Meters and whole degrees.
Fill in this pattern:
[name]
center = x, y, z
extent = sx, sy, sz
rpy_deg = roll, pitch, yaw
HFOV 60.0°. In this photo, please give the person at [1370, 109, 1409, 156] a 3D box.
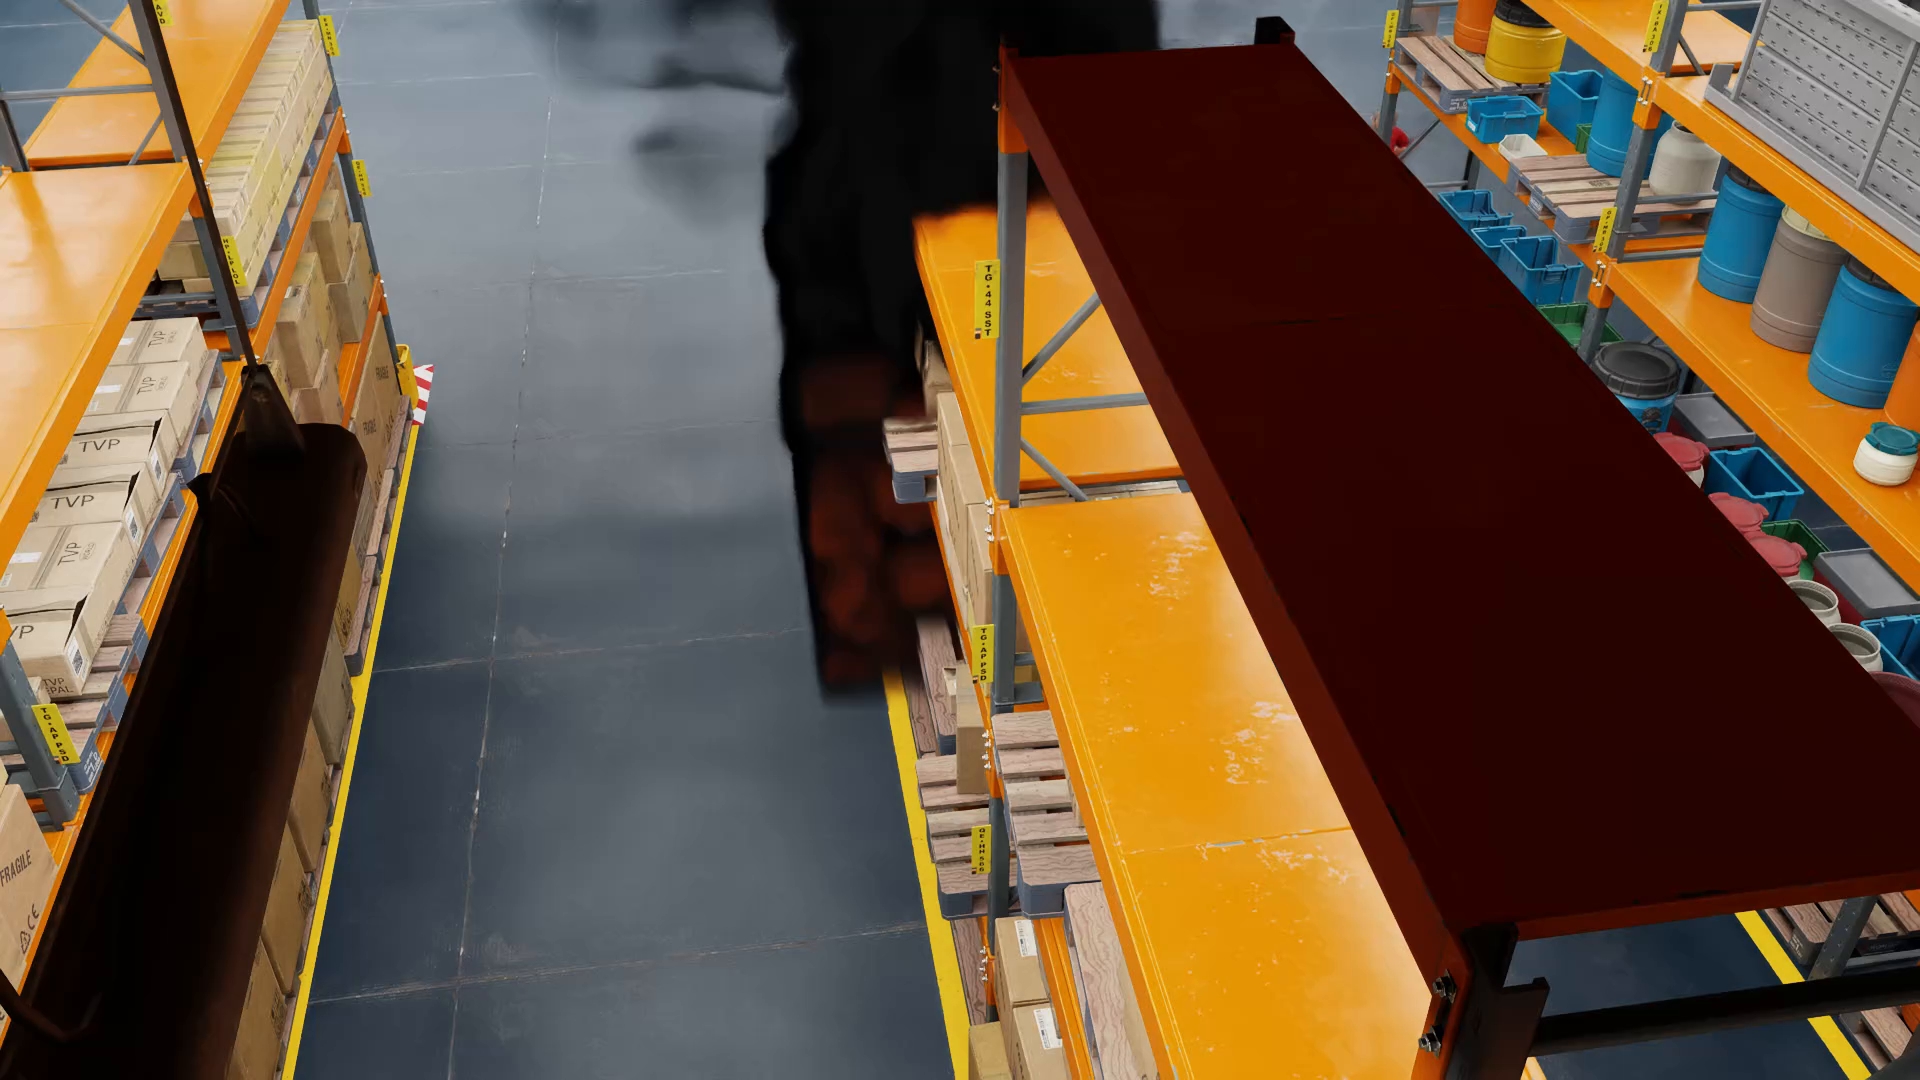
[person]
center = 4.238, -3.542, 16.876
extent = 0.880, 1.742, 0.678
rpy_deg = 15, 39, 19
